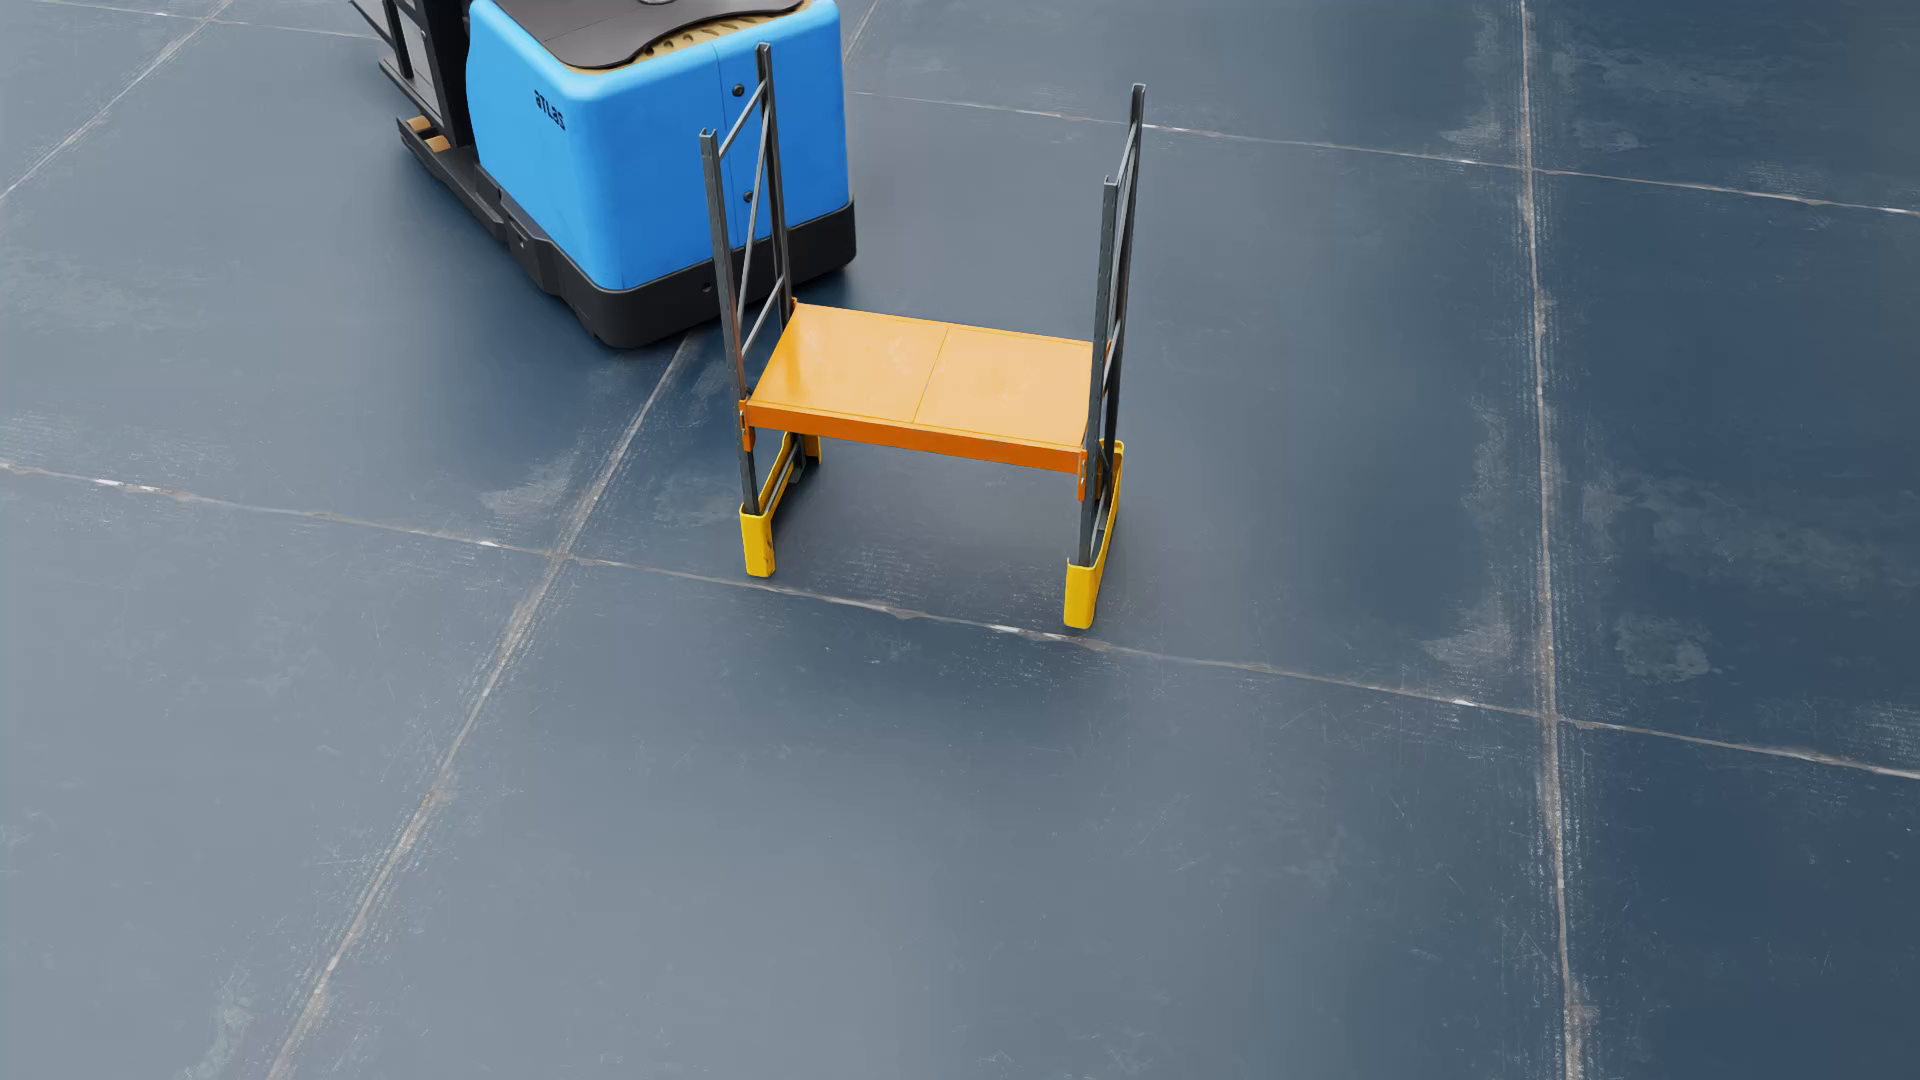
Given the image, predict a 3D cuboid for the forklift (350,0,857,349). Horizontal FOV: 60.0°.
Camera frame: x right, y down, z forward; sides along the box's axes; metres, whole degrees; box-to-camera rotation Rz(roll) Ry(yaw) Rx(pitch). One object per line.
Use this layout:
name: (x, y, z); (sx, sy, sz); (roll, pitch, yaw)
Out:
forklift: (-1.659, -2.710, 5.952); (1.130, 2.935, 3.031); (-27, 50, -25)

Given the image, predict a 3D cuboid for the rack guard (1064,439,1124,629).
rack guard: (0.412, -0.026, 5.097); (0.087, 0.250, 0.587); (9, 45, 9)

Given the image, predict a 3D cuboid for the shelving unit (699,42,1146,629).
shelving unit: (-0.074, -0.552, 4.742); (1.083, 1.500, 0.587); (9, 45, 9)

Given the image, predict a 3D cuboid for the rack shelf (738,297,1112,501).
rack shelf: (-0.083, -0.424, 4.868); (1.000, 0.185, 0.538); (9, 45, 9)

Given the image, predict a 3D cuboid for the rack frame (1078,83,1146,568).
rack frame: (0.413, -0.476, 4.663); (0.032, 1.500, 0.500); (9, 45, 9)

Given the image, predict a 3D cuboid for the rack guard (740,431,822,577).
rack guard: (-0.560, -0.177, 5.254); (0.087, 0.250, 0.587); (9, 45, 9)

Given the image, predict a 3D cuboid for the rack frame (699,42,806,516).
rack frame: (-0.579, -0.630, 4.823); (0.032, 1.500, 0.500); (9, 45, 9)
